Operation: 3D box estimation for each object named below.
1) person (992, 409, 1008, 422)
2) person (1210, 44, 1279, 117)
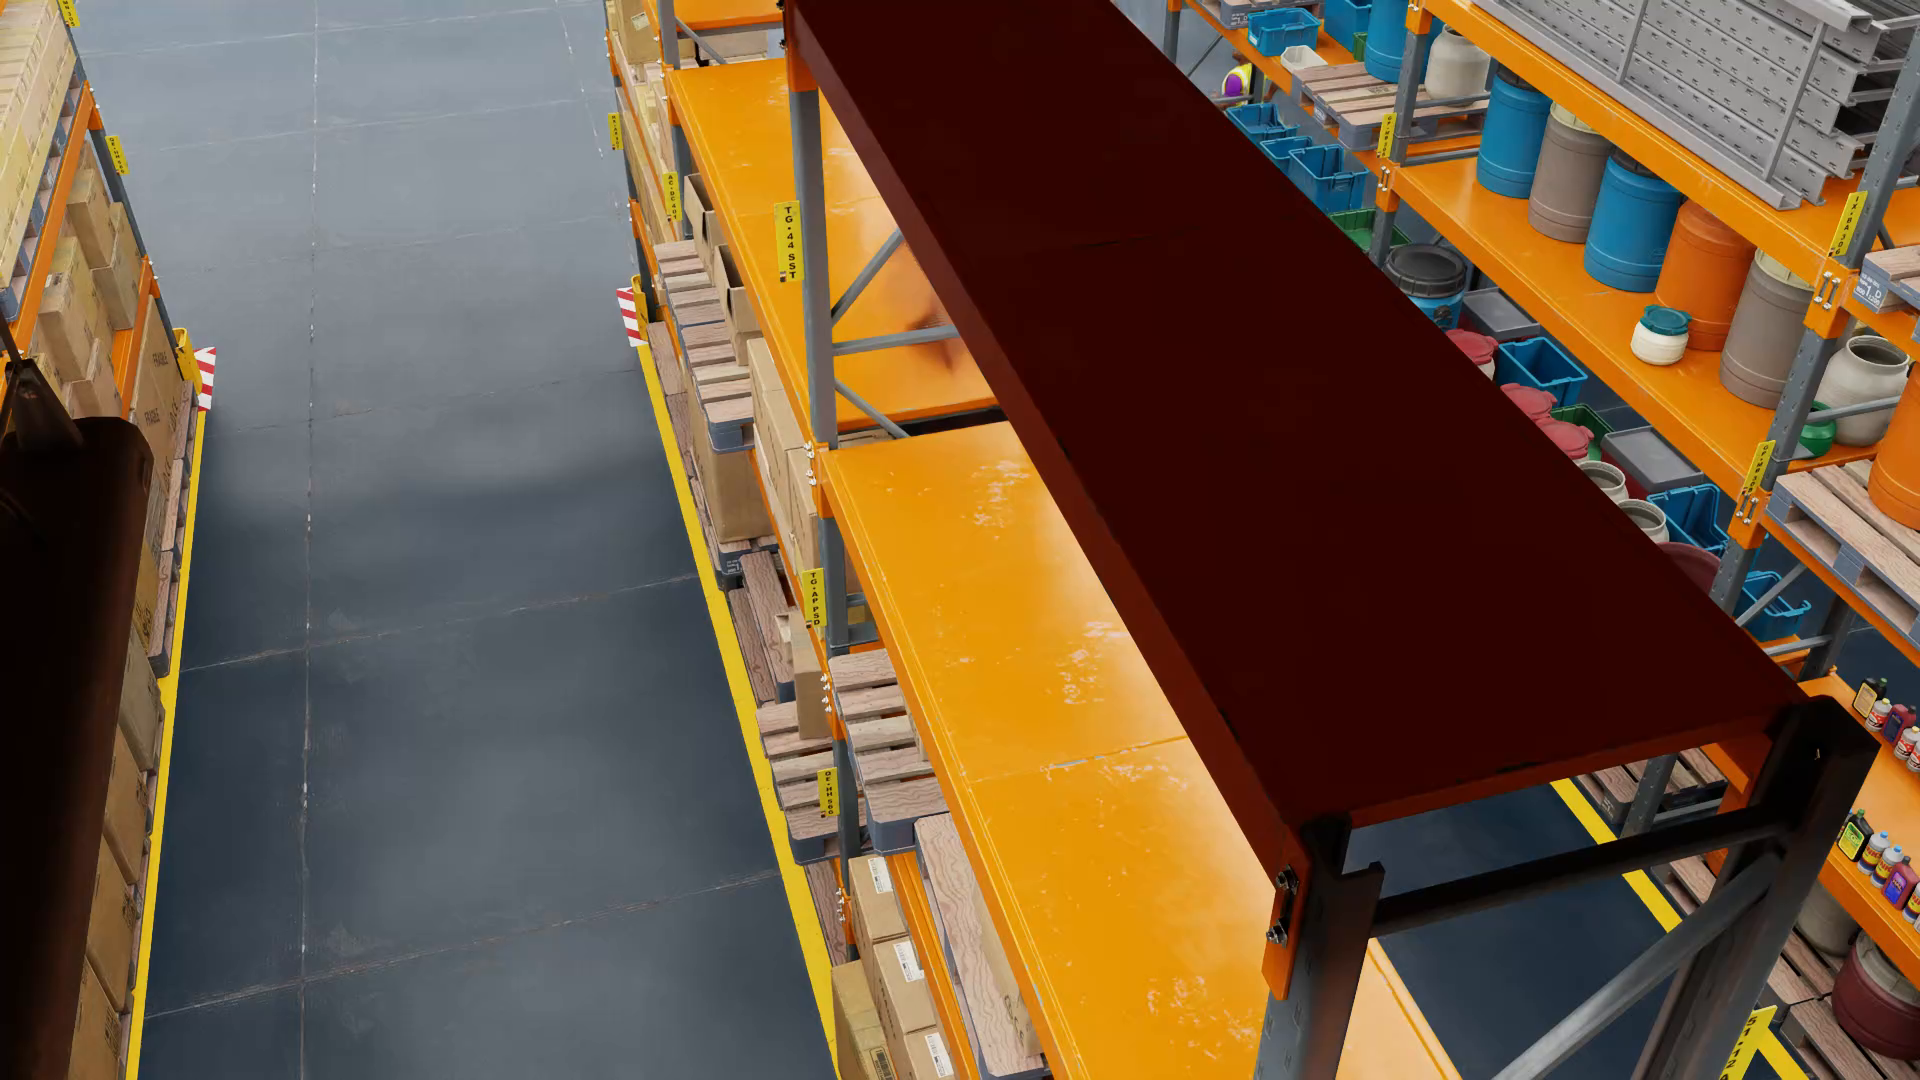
[{"bbox_3d":[0.418,-0.576,11.832,0.635,1.823,0.746,-9,39,-12],"label":"person"},{"bbox_3d":[2.811,-4.319,16.860,0.685,1.717,0.713,19,42,22],"label":"person"}]
